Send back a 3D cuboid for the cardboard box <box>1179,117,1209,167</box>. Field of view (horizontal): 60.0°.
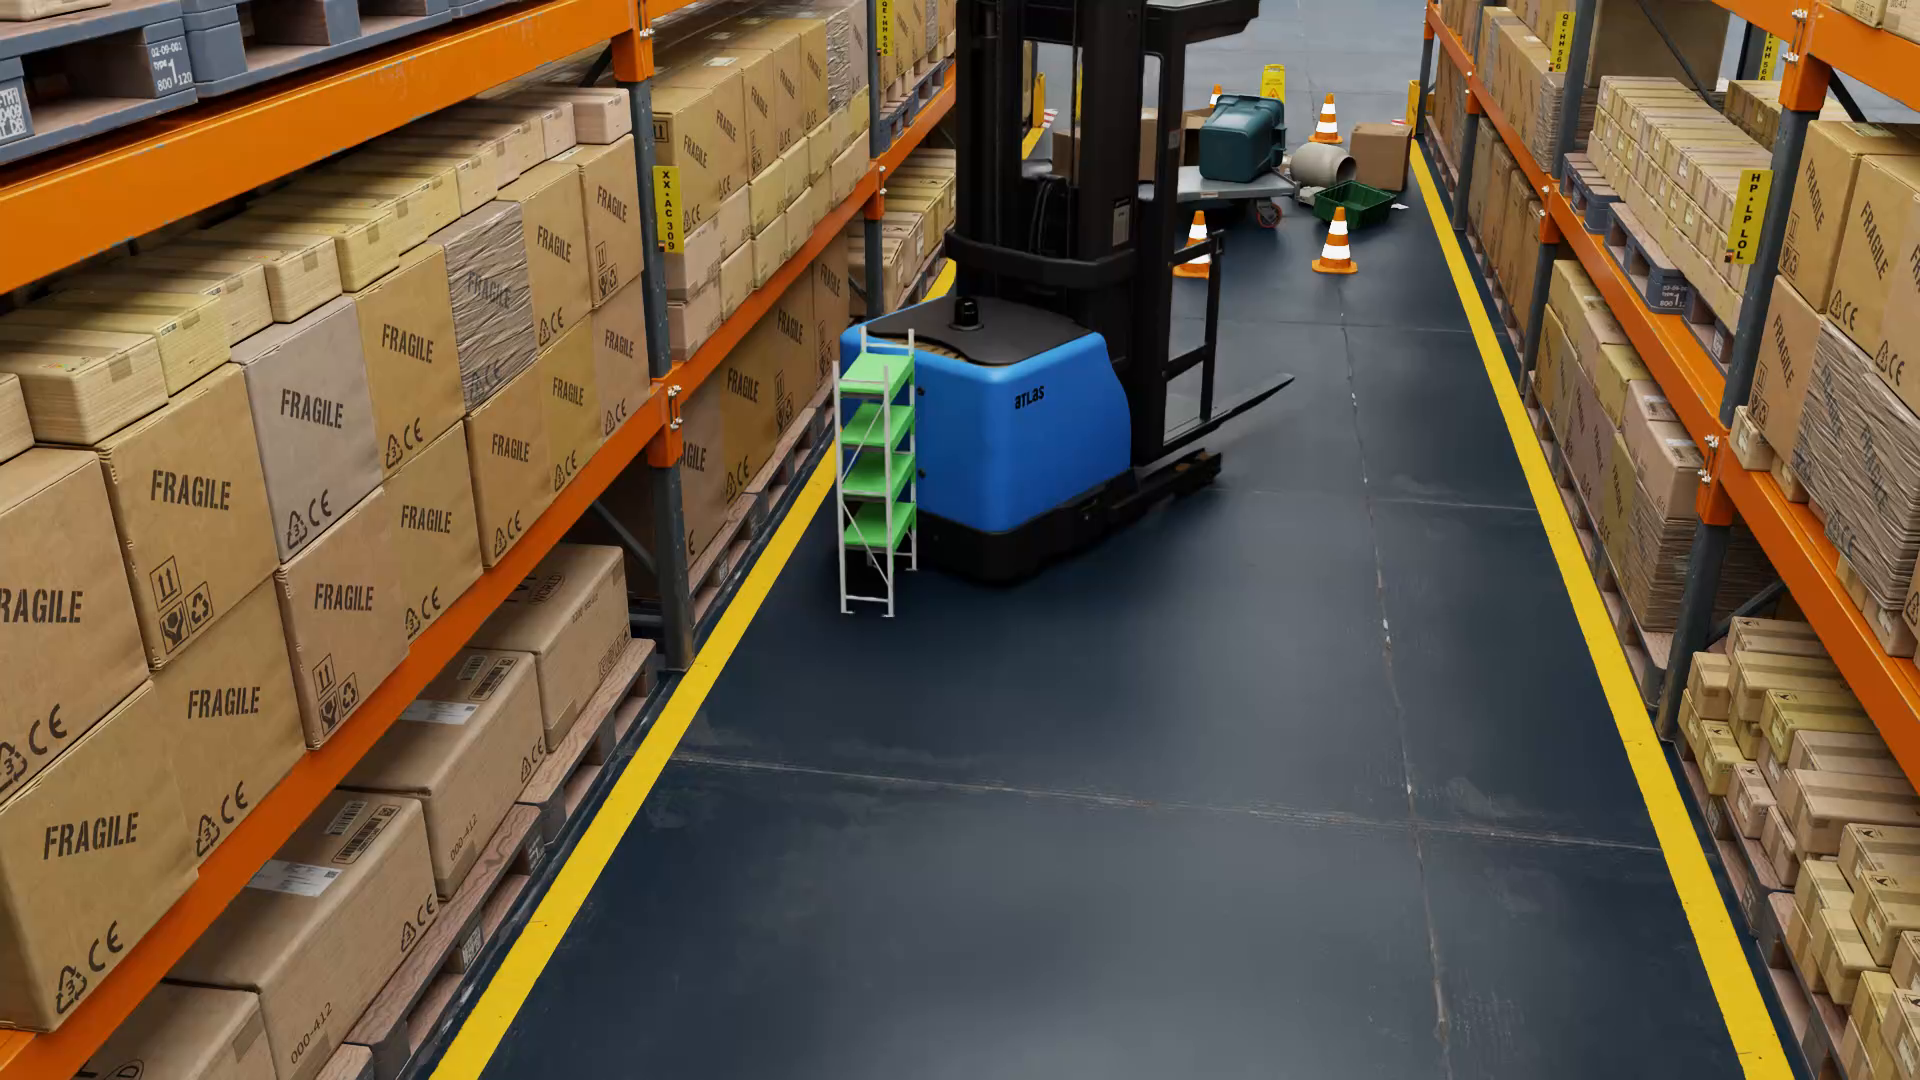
[{"bbox_3d":[2.386,-3.498,14.969,0.797,0.637,0.503,4,25,9],"label":"cardboard box"}]

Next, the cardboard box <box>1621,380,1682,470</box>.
[{"bbox_3d":[3.228,-0.490,7.327,0.500,0.250,0.500,5,26,11],"label":"cardboard box"}]

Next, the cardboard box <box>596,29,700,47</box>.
[{"bbox_3d":[-1.567,-2.197,8.109,0.500,0.500,0.500,4,25,9],"label":"cardboard box"}]

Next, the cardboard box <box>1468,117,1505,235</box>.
[{"bbox_3d":[4.553,-2.800,12.853,1.050,0.750,0.750,4,25,8],"label":"cardboard box"}]

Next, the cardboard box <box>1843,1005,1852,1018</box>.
[{"bbox_3d":[2.743,1.342,4.711,0.380,0.149,0.250,5,25,10],"label":"cardboard box"}]

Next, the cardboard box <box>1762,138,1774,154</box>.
[{"bbox_3d":[4.157,-1.868,8.154,0.380,0.149,0.250,4,25,9],"label":"cardboard box"}]

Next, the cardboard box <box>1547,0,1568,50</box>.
[{"bbox_3d":[4.159,-3.334,10.536,0.700,0.500,0.500,4,25,8],"label":"cardboard box"}]

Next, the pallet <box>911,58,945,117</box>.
[{"bbox_3d":[-0.704,-3.267,11.917,1.003,0.211,1.213,4,25,9],"label":"pallet"}]

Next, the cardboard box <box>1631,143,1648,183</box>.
[{"bbox_3d":[3.470,-1.810,8.028,0.380,0.149,0.250,4,25,9],"label":"cardboard box"}]

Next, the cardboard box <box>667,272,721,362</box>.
[{"bbox_3d":[-1.309,-0.948,6.913,0.500,0.250,0.500,3,25,7],"label":"cardboard box"}]

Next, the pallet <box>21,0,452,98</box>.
[{"bbox_3d":[-1.987,-1.318,4.094,1.003,0.211,1.213,4,25,9],"label":"pallet"}]

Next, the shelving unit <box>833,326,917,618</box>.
[{"bbox_3d":[-0.373,-0.305,7.486,0.258,1.200,0.503,5,25,10],"label":"shelving unit"}]

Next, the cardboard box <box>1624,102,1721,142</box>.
[{"bbox_3d":[3.516,-2.062,8.217,0.380,0.149,0.250,3,25,6],"label":"cardboard box"}]

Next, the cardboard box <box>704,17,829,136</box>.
[{"bbox_3d":[-0.977,-2.364,8.465,0.500,0.500,0.500,4,25,9],"label":"cardboard box"}]

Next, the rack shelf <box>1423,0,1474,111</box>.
[{"bbox_3d":[4.893,-4.406,14.972,1.077,0.370,4.000,4,25,9],"label":"rack shelf"}]

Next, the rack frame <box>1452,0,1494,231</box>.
[{"bbox_3d":[4.566,-3.895,13.033,1.000,3.000,0.127,4,25,9],"label":"rack frame"}]

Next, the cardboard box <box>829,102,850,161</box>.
[{"bbox_3d":[-0.896,-2.246,9.098,0.500,0.250,0.500,3,25,7],"label":"cardboard box"}]

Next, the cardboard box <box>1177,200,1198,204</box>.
[{"bbox_3d":[1.917,-3.149,14.665,0.258,0.266,0.396,-14,29,-27],"label":"cardboard box"}]

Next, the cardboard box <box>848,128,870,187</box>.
[{"bbox_3d":[-0.814,-2.225,9.643,0.500,0.250,0.500,3,25,7],"label":"cardboard box"}]

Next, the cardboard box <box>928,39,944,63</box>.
[{"bbox_3d":[-0.327,-3.612,12.230,0.380,0.149,0.250,4,25,8],"label":"cardboard box"}]

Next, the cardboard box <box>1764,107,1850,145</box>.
[{"bbox_3d":[4.159,-2.005,8.094,0.380,0.149,0.250,5,26,10],"label":"cardboard box"}]

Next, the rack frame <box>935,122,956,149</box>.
[{"bbox_3d":[-0.334,-4.196,13.675,1.000,3.000,0.127,4,25,9],"label":"rack frame"}]

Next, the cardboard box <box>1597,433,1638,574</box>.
[{"bbox_3d":[3.215,-0.149,7.483,0.500,0.500,0.500,3,25,7],"label":"cardboard box"}]

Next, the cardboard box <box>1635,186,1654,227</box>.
[{"bbox_3d":[3.425,-1.571,7.868,0.380,0.149,0.250,4,25,9],"label":"cardboard box"}]

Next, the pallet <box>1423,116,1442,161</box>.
[{"bbox_3d":[5.166,-3.965,16.472,1.003,0.211,1.213,4,25,9],"label":"pallet"}]

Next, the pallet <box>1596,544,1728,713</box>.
[{"bbox_3d":[3.384,0.388,7.172,1.003,0.211,1.213,4,25,9],"label":"pallet"}]

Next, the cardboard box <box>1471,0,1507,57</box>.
[{"bbox_3d":[4.615,-4.118,13.333,0.875,0.550,0.550,4,25,9],"label":"cardboard box"}]

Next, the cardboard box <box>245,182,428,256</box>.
[{"bbox_3d":[-1.674,-0.857,4.480,0.380,0.149,0.250,4,25,9],"label":"cardboard box"}]

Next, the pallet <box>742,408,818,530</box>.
[{"bbox_3d":[-1.393,-0.427,8.912,1.003,0.211,1.213,4,25,9],"label":"pallet"}]

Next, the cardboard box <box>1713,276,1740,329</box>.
[{"bbox_3d":[3.170,-0.914,6.466,0.380,0.149,0.250,4,25,9],"label":"cardboard box"}]

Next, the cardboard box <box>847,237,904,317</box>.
[{"bbox_3d":[-0.885,-1.758,11.073,0.950,0.372,0.625,2,25,5],"label":"cardboard box"}]

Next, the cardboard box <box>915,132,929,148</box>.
[{"bbox_3d":[-0.502,-3.746,14.579,0.500,0.500,0.500,4,25,8],"label":"cardboard box"}]

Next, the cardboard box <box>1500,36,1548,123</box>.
[{"bbox_3d":[3.965,-3.107,11.231,0.500,0.500,0.500,4,25,9],"label":"cardboard box"}]

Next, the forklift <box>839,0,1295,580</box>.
[{"bbox_3d":[0.746,-1.690,8.404,1.130,2.935,3.031,20,31,36],"label":"forklift"}]

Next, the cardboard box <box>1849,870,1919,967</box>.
[{"bbox_3d":[2.717,1.064,4.604,0.380,0.149,0.250,4,25,9],"label":"cardboard box"}]

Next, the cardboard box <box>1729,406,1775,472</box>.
[{"bbox_3d":[2.890,-0.340,5.733,0.380,0.149,0.250,5,26,10],"label":"cardboard box"}]

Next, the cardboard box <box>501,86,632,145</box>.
[{"bbox_3d":[-1.378,-1.491,5.834,0.380,0.149,0.250,4,25,7],"label":"cardboard box"}]

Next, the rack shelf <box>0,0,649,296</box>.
[{"bbox_3d":[-1.968,-1.046,4.257,1.077,0.370,4.000,4,25,9],"label":"rack shelf"}]

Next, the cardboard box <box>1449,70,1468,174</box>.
[{"bbox_3d":[4.881,-3.758,14.752,0.875,0.875,0.875,4,25,9],"label":"cardboard box"}]

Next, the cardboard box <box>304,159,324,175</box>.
[{"bbox_3d":[-2.148,-1.101,5.001,0.380,0.149,0.250,3,25,7],"label":"cardboard box"}]

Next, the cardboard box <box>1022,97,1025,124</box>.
[{"bbox_3d":[0.361,-4.241,16.520,0.500,0.250,0.500,4,25,9],"label":"cardboard box"}]

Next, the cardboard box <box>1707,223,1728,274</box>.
[{"bbox_3d":[3.214,-1.154,6.628,0.380,0.149,0.250,5,26,11],"label":"cardboard box"}]

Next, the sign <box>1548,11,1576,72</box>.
[{"bbox_3d":[3.364,-2.784,9.293,0.100,0.325,0.005,4,25,9],"label":"sign"}]

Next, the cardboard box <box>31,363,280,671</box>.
[{"bbox_3d":[-1.858,-0.073,3.569,0.500,0.500,0.500,3,25,7],"label":"cardboard box"}]

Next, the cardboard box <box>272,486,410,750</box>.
[{"bbox_3d":[-1.777,0.172,4.226,0.500,0.500,0.500,4,25,8],"label":"cardboard box"}]

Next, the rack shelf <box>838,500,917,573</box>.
[{"bbox_3d":[-0.373,-0.030,7.615,0.258,0.148,0.480,5,25,10],"label":"rack shelf"}]

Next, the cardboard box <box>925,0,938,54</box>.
[{"bbox_3d":[-0.438,-3.715,11.684,0.500,0.500,0.500,3,25,7],"label":"cardboard box"}]

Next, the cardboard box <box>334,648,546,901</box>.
[{"bbox_3d":[-1.996,0.750,5.636,0.875,0.438,0.875,3,25,7],"label":"cardboard box"}]

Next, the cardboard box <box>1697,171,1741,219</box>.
[{"bbox_3d":[3.262,-1.407,6.816,0.380,0.149,0.250,4,25,8],"label":"cardboard box"}]

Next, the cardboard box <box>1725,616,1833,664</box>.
[{"bbox_3d":[2.998,0.412,5.997,0.380,0.149,0.250,5,26,11],"label":"cardboard box"}]

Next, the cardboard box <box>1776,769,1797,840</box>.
[{"bbox_3d":[2.880,0.876,5.357,0.380,0.149,0.250,3,25,6],"label":"cardboard box"}]

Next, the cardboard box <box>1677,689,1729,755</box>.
[{"bbox_3d":[2.882,0.682,6.122,0.380,0.149,0.250,3,25,6],"label":"cardboard box"}]

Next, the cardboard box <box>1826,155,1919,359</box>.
[{"bbox_3d":[2.875,-0.792,4.756,0.500,0.500,0.500,3,25,7],"label":"cardboard box"}]

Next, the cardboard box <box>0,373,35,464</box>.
[{"bbox_3d":[-1.991,-0.213,3.103,0.380,0.149,0.250,5,25,10],"label":"cardboard box"}]

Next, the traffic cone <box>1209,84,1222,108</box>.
[{"bbox_3d":[2.673,-4.516,17.352,0.336,0.463,0.334,4,25,9],"label":"traffic cone"}]
